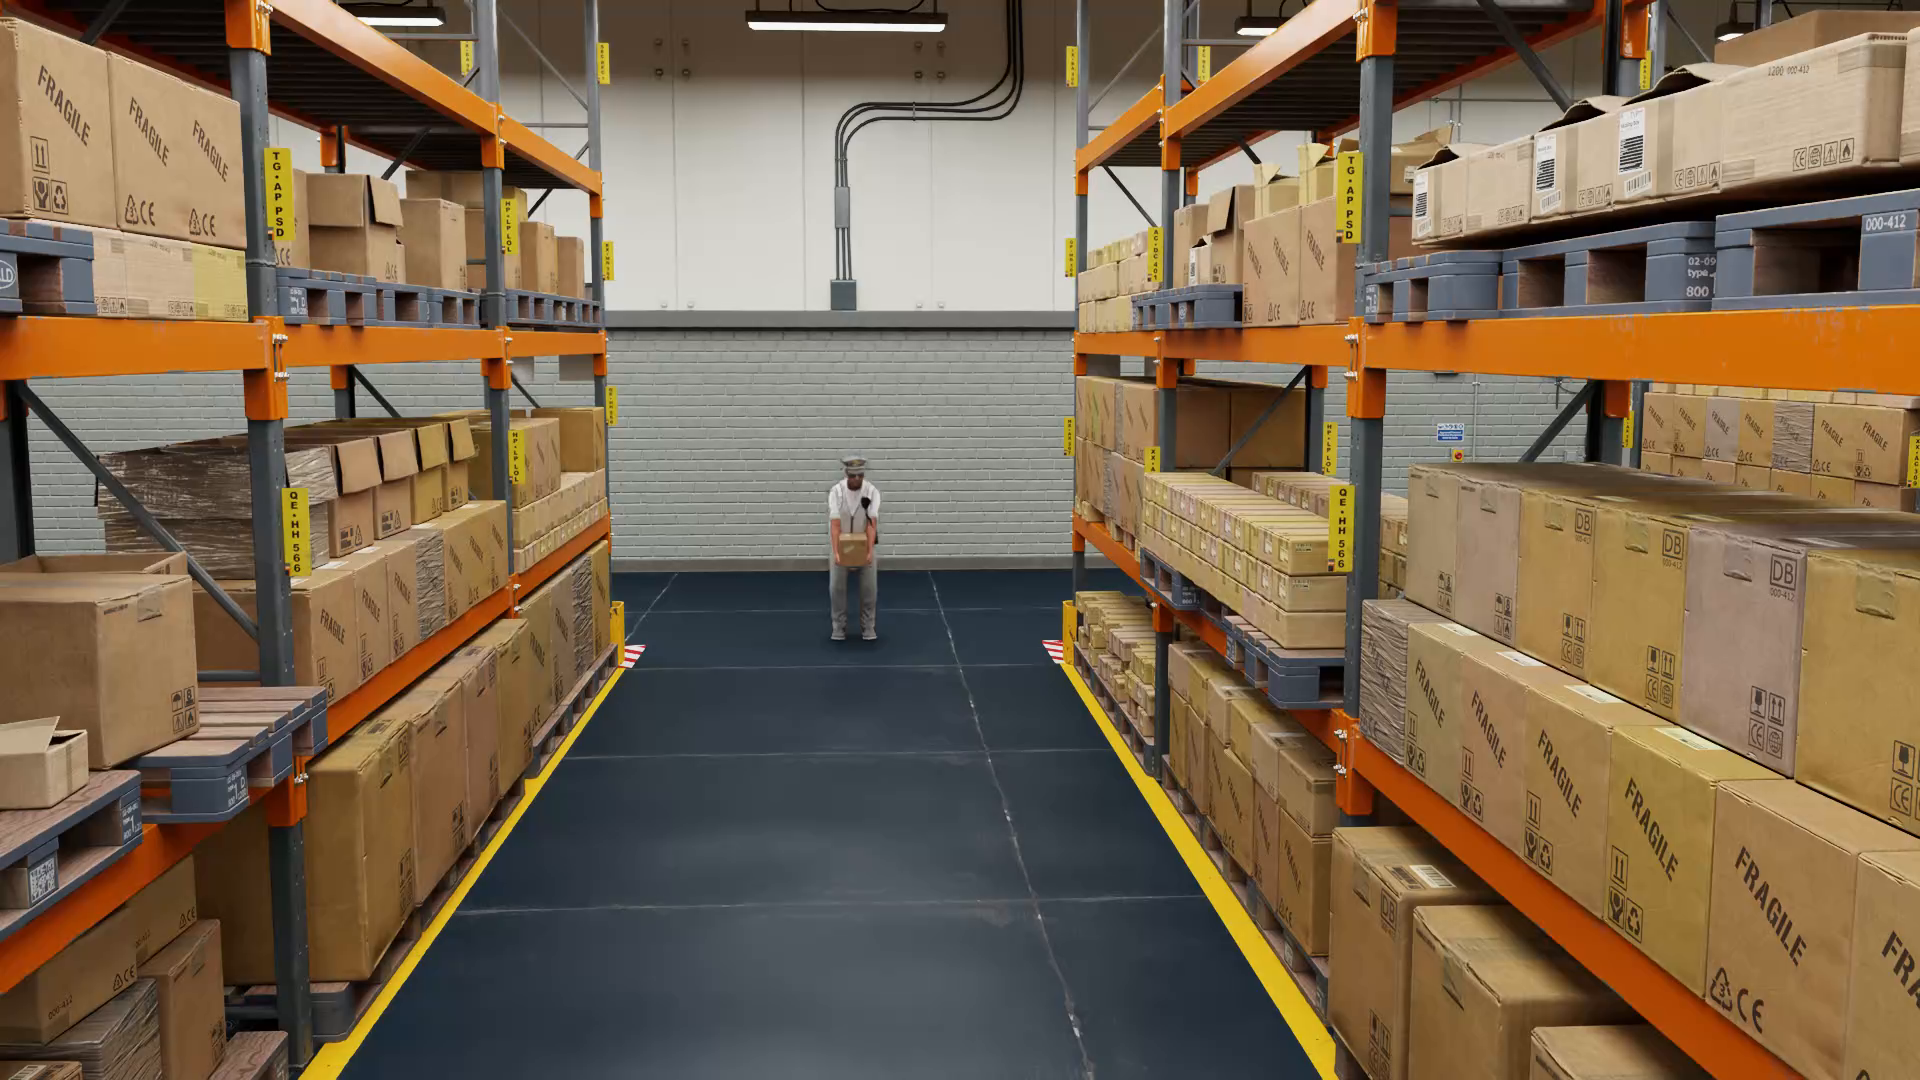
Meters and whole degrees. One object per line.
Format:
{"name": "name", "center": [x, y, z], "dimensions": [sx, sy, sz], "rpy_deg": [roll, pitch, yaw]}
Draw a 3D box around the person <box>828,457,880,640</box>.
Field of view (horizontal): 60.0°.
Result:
{"name": "person", "center": [-0.971, 0.077, 15.310], "dimensions": [0.475, 1.704, 0.615], "rpy_deg": [-1, 7, -5]}
